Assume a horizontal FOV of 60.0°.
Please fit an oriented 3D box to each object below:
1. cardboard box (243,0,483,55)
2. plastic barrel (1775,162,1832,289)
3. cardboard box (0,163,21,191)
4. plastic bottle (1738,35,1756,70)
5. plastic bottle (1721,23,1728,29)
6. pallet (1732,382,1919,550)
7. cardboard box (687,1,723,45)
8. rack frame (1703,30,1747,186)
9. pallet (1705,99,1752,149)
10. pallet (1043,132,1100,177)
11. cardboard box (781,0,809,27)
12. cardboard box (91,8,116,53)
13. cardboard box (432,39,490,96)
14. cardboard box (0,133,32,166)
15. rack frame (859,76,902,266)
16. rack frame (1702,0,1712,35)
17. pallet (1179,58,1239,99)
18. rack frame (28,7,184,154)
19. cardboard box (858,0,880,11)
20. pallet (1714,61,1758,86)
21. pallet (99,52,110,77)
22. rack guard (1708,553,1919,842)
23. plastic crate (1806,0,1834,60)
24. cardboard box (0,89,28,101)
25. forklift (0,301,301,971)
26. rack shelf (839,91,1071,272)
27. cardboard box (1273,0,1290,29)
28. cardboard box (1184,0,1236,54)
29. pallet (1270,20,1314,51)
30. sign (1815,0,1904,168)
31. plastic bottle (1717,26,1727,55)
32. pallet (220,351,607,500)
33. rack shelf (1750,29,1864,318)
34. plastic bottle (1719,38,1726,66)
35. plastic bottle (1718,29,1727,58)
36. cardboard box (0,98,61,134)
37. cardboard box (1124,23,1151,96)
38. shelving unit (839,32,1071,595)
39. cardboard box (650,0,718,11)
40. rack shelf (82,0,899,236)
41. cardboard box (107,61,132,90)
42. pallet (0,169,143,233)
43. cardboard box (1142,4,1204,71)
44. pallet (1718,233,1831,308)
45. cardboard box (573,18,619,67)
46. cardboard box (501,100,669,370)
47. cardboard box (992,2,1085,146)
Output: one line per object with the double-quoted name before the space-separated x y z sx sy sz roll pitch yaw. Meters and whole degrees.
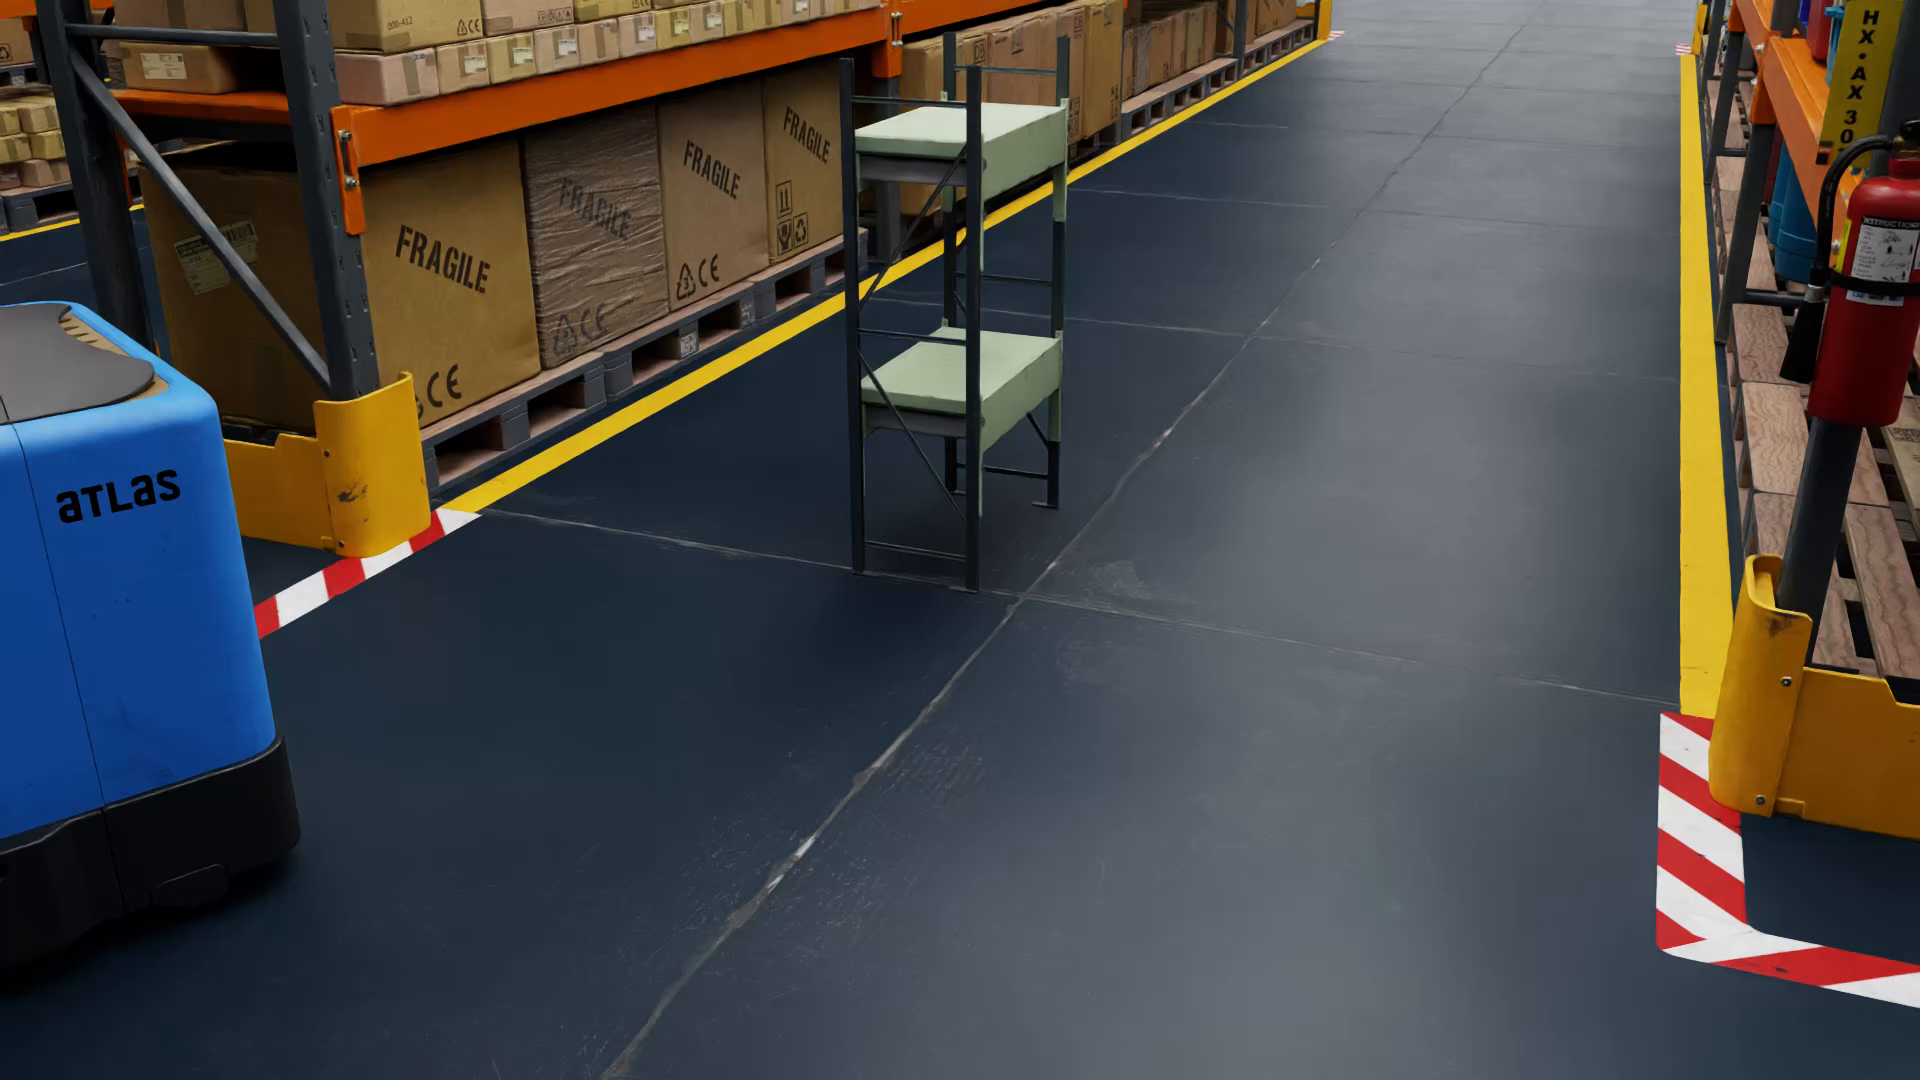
"cardboard box" -1.853 -1.675 5.176 0.500 0.250 0.500 8 24 19
"plastic barrel" 4.020 -1.613 7.399 0.600 0.901 0.708 9 24 20
"cardboard box" -5.616 -2.079 9.488 0.380 0.149 0.250 8 24 19
"plastic bottle" 6.879 -4.290 14.495 0.144 0.351 0.185 9 24 20
"plastic bottle" 7.170 -4.707 15.596 0.097 0.271 0.097 0 23 0
"pallet" 3.114 -0.202 5.460 1.003 0.211 1.213 9 24 20
"cardboard box" -1.178 -2.082 6.669 0.380 0.149 0.250 9 24 21
"rack frame" 5.288 -3.627 10.042 1.000 3.000 0.127 9 24 20
"pallet" 6.067 -3.047 12.271 1.003 0.211 1.213 9 24 20
"pallet" 0.327 -2.778 11.627 1.003 0.211 1.213 9 24 20
"cardboard box" -0.892 -2.357 7.327 0.380 0.149 0.250 9 24 21
"cardboard box" -8.292 -4.937 16.042 0.950 0.372 0.625 7 24 16
"cardboard box" -1.750 -1.529 5.345 0.380 0.149 0.250 8 24 19
"cardboard box" -5.542 -2.236 9.479 0.380 0.149 0.250 9 24 21
"rack frame" -0.796 -2.905 8.312 1.000 3.000 0.127 9 24 20
"rack frame" 8.260 -6.490 16.895 1.000 3.000 0.127 9 24 20
"pallet" 1.888 -4.202 15.036 1.003 0.211 1.213 9 24 20
"rack frame" -5.364 -3.651 10.099 1.000 3.000 0.127 9 24 20
"cardboard box" -0.605 -2.633 7.987 0.380 0.149 0.250 9 24 20
"pallet" 7.062 -4.006 14.567 1.003 0.211 1.213 9 24 20
"pallet" -8.220 -4.748 16.342 1.003 0.211 1.213 9 24 20
"rack guard" 2.320 0.400 3.645 1.175 0.500 0.348 9 24 20
"plastic crate" 3.238 -1.969 5.912 0.402 0.464 0.583 9 24 20
"cardboard box" -5.841 -2.620 10.013 0.380 0.149 0.250 10 25 23
"forklift" -2.854 -0.415 2.441 3.031 2.935 1.130 -18 29 -37
"rack shelf" 0.002 -1.055 4.816 0.431 0.370 0.720 9 24 20
"cardboard box" 3.223 -5.799 17.941 0.500 0.500 0.500 16 28 34
"cardboard box" 2.361 -4.945 15.896 0.500 0.500 0.500 8 24 18
"pallet" 3.298 -5.599 18.382 1.003 0.211 1.213 9 24 20
"sign" 1.800 -0.913 3.331 0.100 0.325 0.005 9 24 20
"plastic bottle" 7.057 -4.599 15.337 0.097 0.271 0.097 0 23 0
"pallet" -2.058 -0.484 6.135 1.003 0.211 1.213 9 24 20
"rack shelf" 3.059 -1.148 5.040 1.077 0.370 4.000 9 24 20
"plastic bottle" 6.746 -4.311 14.545 0.144 0.351 0.185 8 24 19
"plastic bottle" 6.937 -4.495 14.986 0.144 0.351 0.185 9 24 20
"cardboard box" -5.398 -2.452 9.611 0.380 0.149 0.250 9 24 20
"cardboard box" 1.114 -3.829 13.197 0.700 0.500 0.500 7 24 16
"shelving unit" 0.002 -0.694 4.967 0.431 1.500 0.755 9 24 20
"cardboard box" -1.287 -2.228 6.501 0.500 0.250 0.500 8 24 19
"rack shelf" -1.539 -1.857 6.738 1.077 0.370 4.000 9 24 20
"cardboard box" -5.323 -2.992 11.220 0.500 0.500 0.500 8 24 19
"pallet" -5.580 -2.119 10.049 1.003 0.211 1.213 9 24 20
"cardboard box" 1.733 -4.433 14.642 0.700 0.500 0.500 9 24 20
"pallet" 4.128 -1.179 7.799 1.003 0.211 1.213 9 24 20
"cardboard box" -1.464 -1.805 6.006 0.380 0.149 0.250 8 24 19
"cardboard box" -1.781 -1.253 6.569 0.875 0.875 0.875 9 24 20
"cardboard box" 0.076 -2.988 10.723 1.225 0.875 0.875 9 24 20
